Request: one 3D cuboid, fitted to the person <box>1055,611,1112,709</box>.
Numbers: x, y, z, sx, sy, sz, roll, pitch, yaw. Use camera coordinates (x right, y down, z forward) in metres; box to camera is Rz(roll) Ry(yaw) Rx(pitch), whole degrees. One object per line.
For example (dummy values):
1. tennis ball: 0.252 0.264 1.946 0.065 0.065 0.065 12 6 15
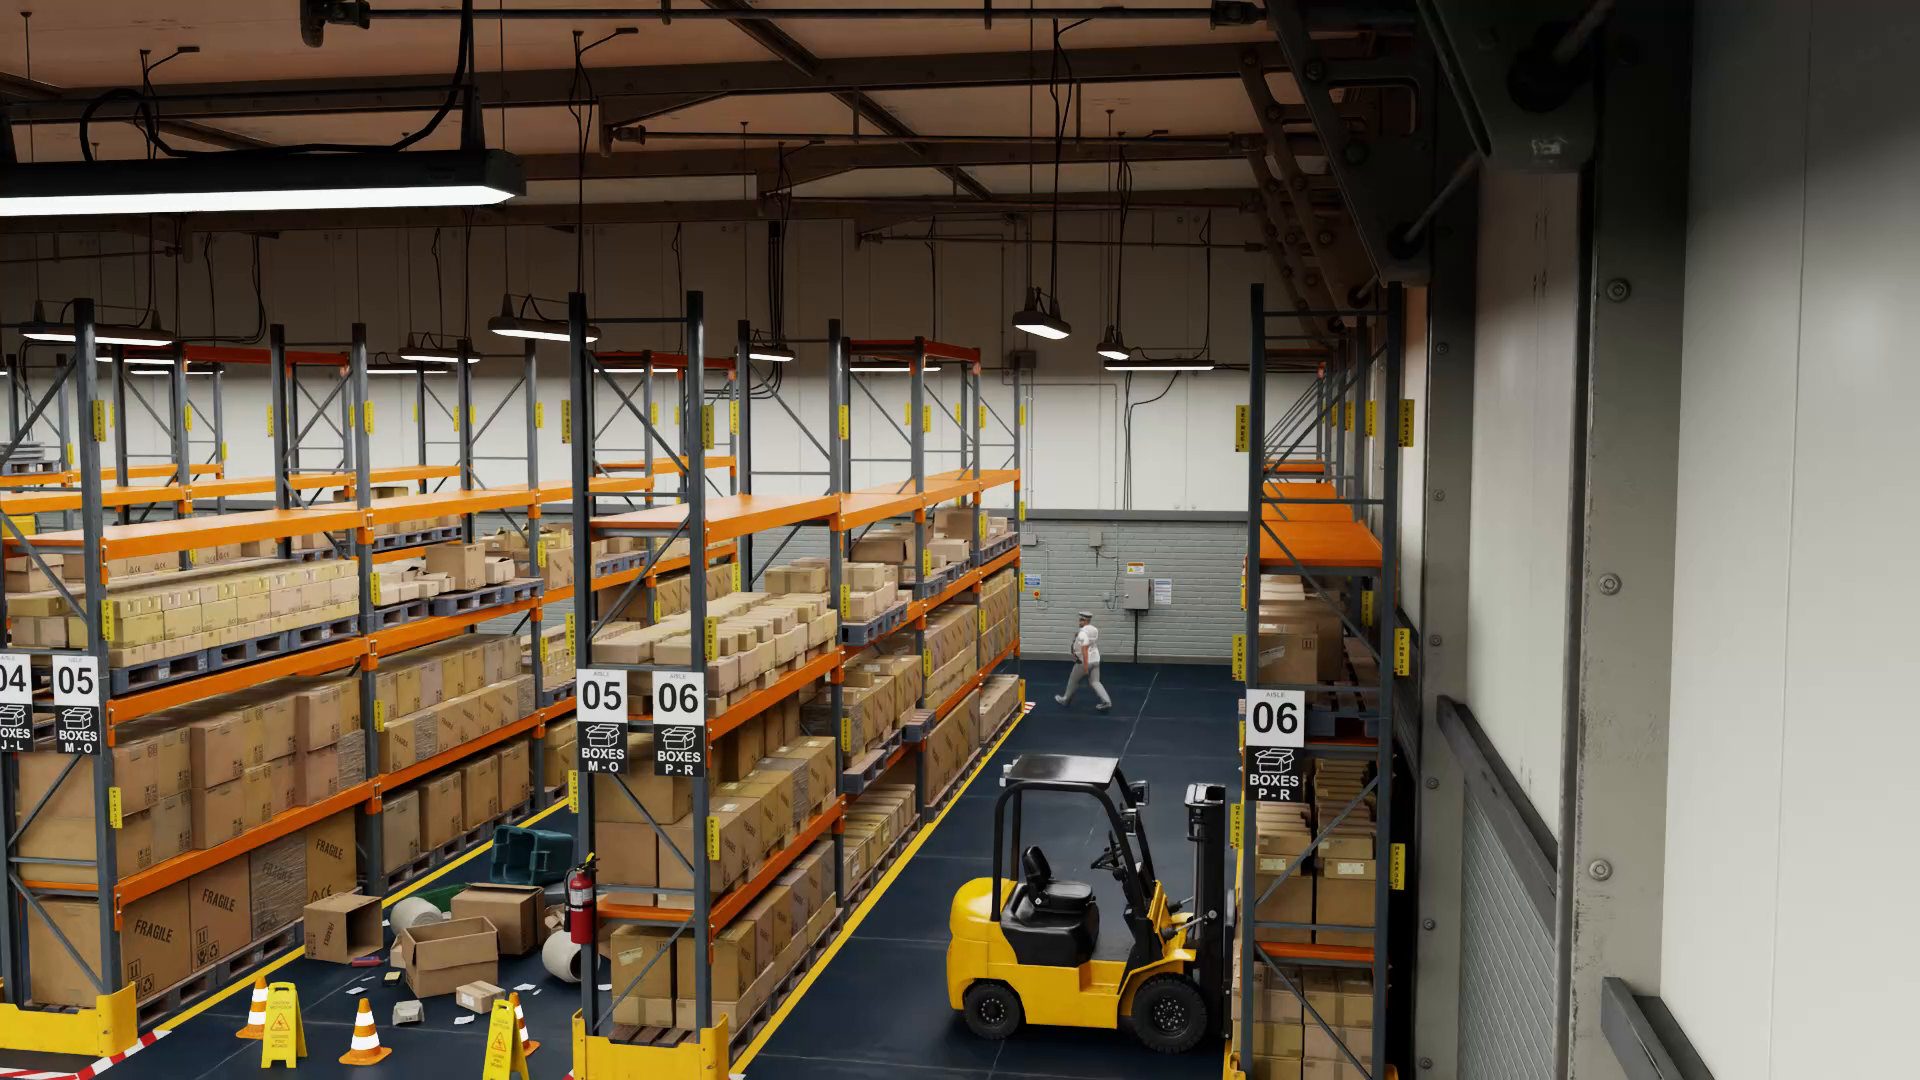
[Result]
1. person: 2.100 2.043 28.356 1.136 1.675 0.517 4 6 44
